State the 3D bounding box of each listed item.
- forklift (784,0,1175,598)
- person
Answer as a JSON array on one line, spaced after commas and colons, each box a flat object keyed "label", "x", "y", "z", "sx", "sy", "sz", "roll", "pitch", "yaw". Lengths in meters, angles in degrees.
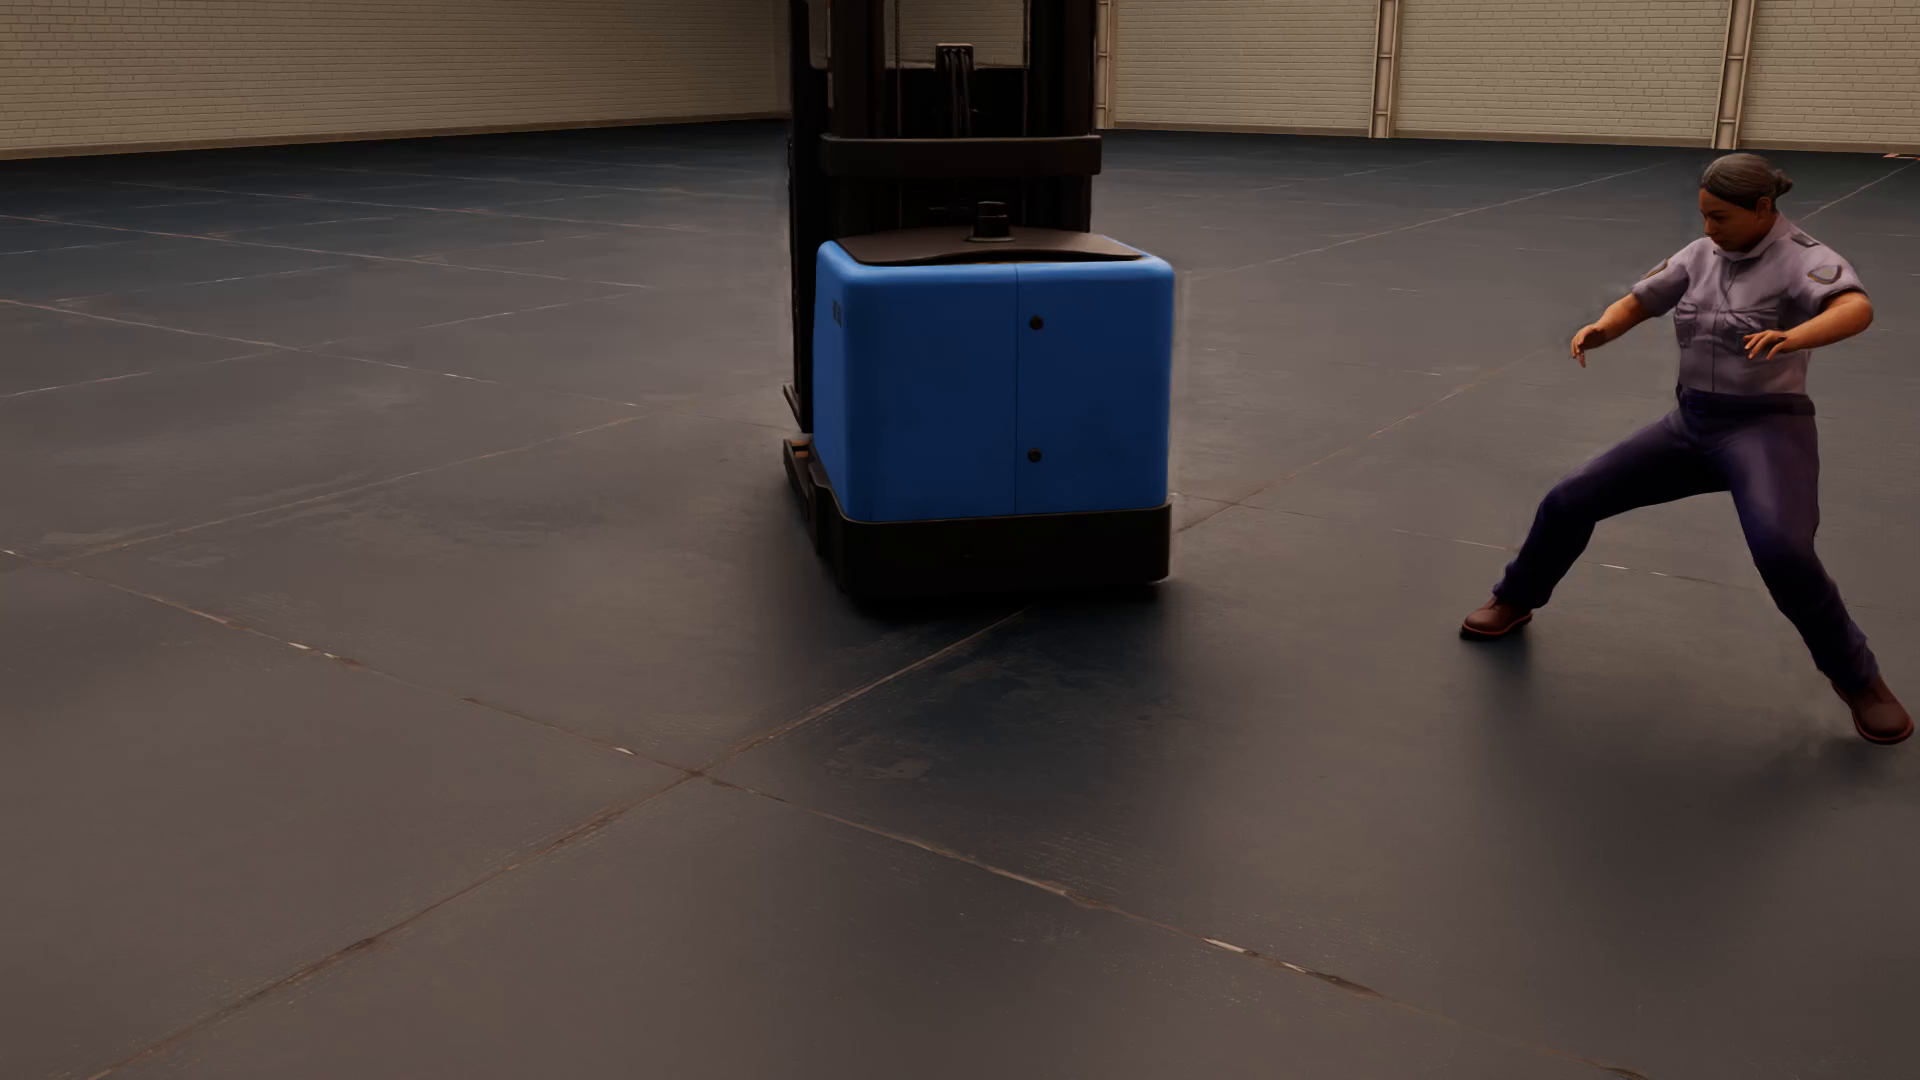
[{"label": "forklift", "x": -0.108, "y": -1.605, "z": 6.198, "sx": 1.130, "sy": 2.935, "sz": 3.031, "roll": -3, "pitch": 17, "yaw": -10}, {"label": "person", "x": 1.978, "y": -0.295, "z": 4.432, "sx": 0.635, "sy": 1.432, "sz": 1.228, "roll": -6, "pitch": 18, "yaw": -19}]
